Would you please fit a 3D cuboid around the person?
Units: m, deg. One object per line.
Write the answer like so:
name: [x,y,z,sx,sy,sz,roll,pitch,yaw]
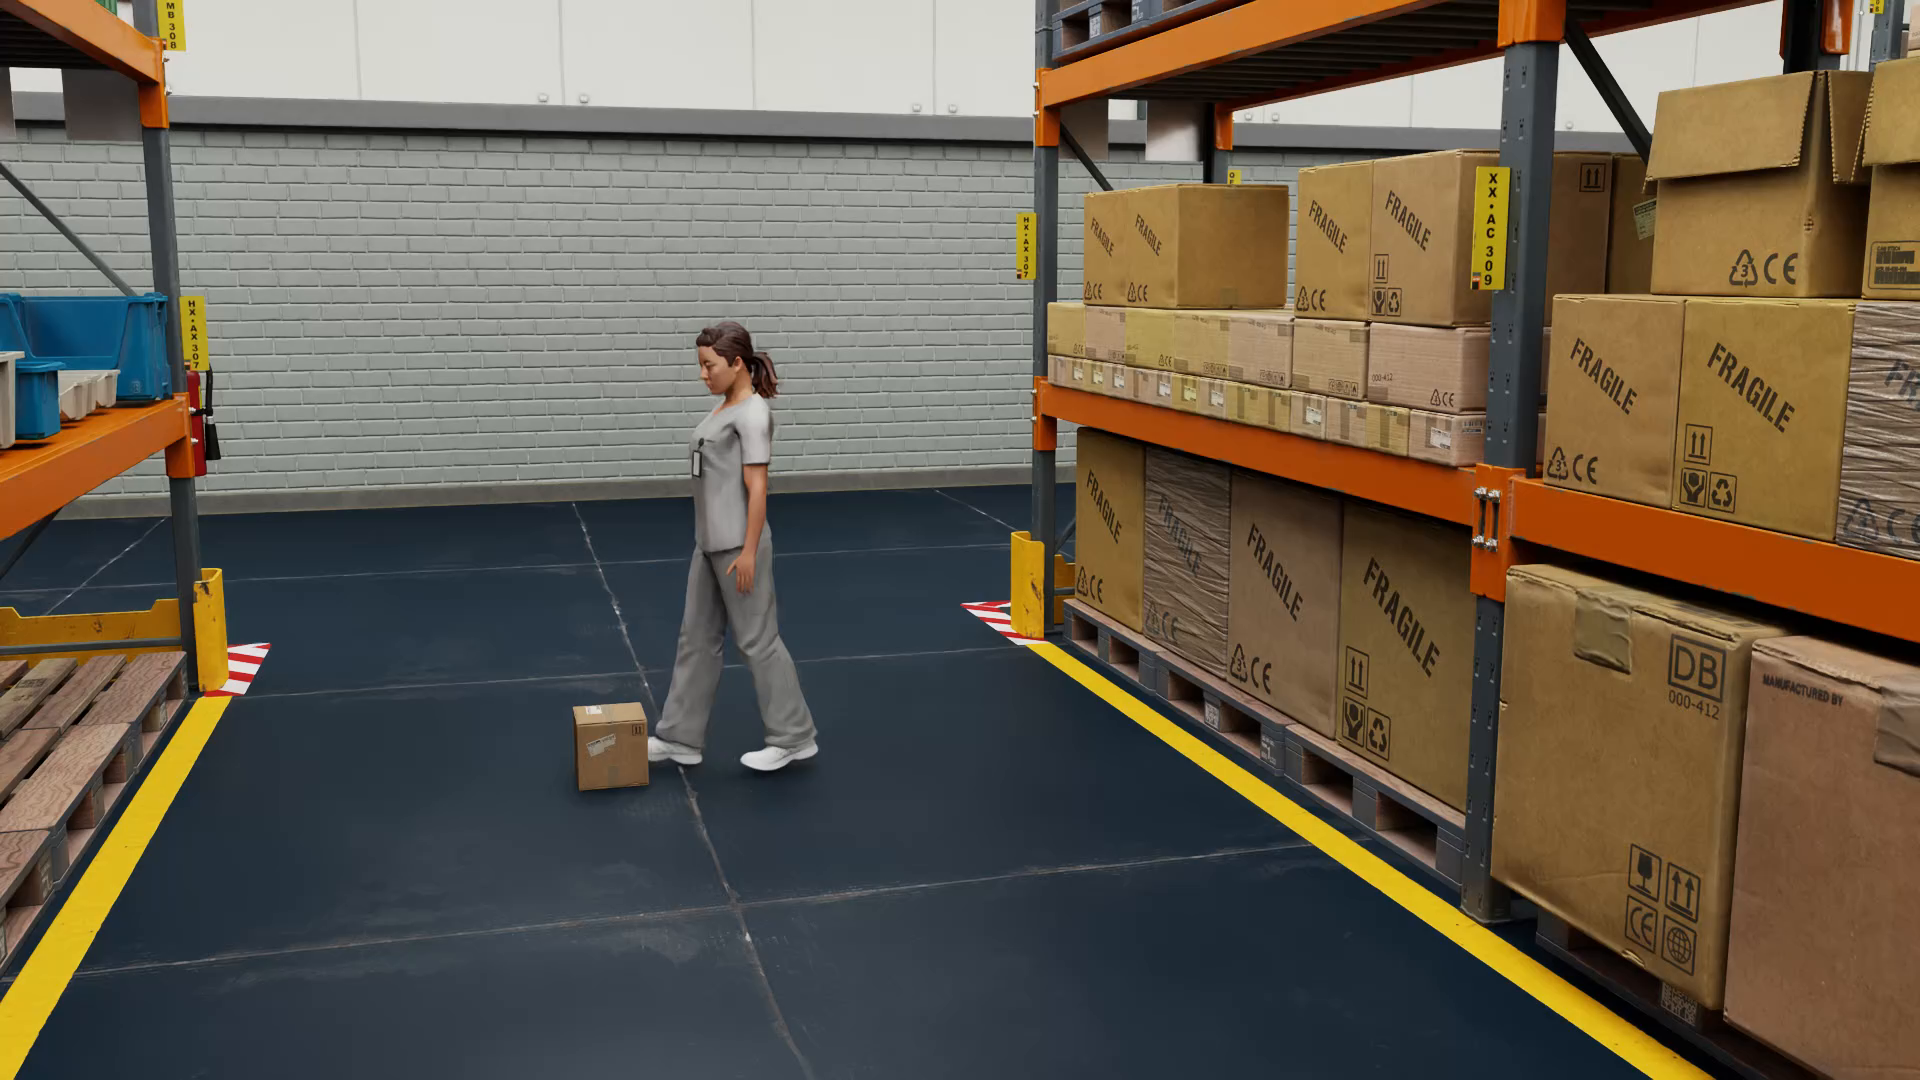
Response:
person: [-0.854,0.047,6.151,0.410,1.681,0.438,-2,10,-14]
